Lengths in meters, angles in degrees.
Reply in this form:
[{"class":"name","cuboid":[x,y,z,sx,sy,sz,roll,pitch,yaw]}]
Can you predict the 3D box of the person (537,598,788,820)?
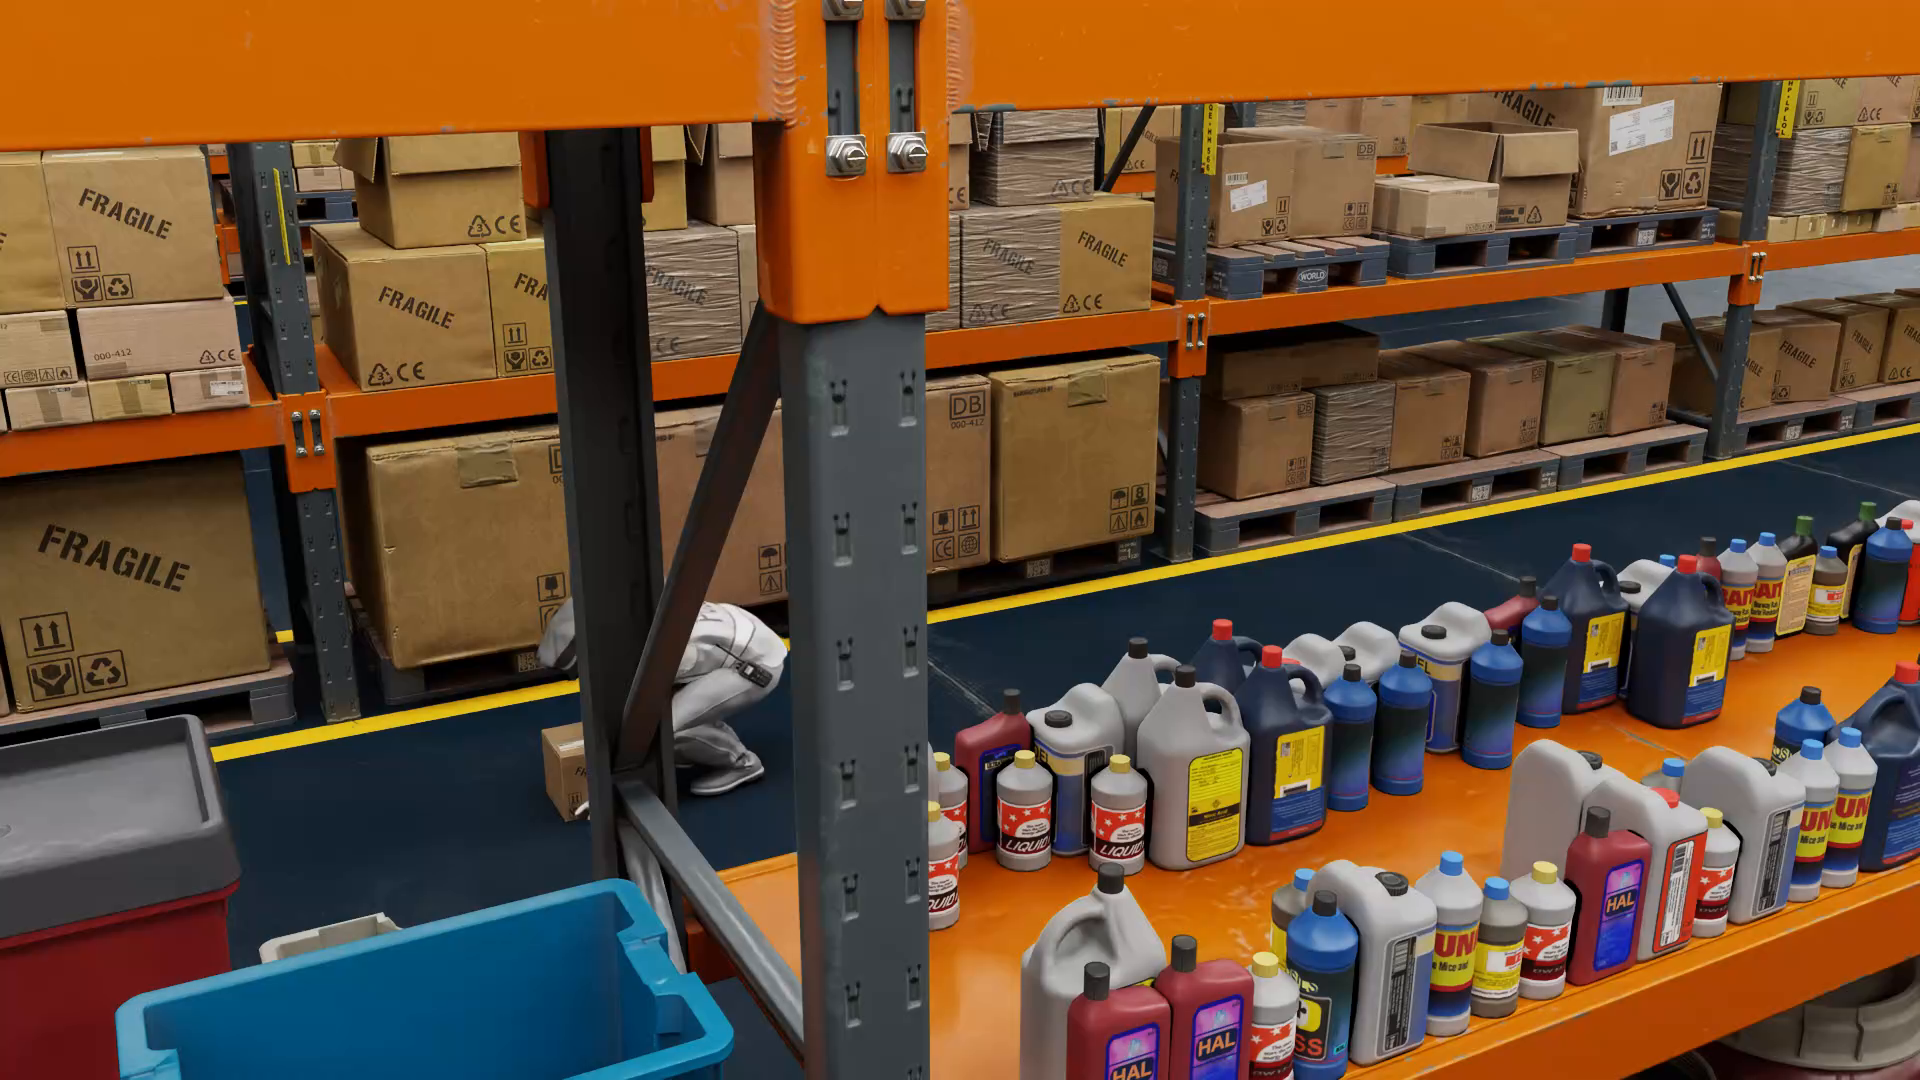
[{"class":"person","cuboid":[-1.053,0.542,5.928,0.898,0.823,0.464,-10,21,-26]}]
